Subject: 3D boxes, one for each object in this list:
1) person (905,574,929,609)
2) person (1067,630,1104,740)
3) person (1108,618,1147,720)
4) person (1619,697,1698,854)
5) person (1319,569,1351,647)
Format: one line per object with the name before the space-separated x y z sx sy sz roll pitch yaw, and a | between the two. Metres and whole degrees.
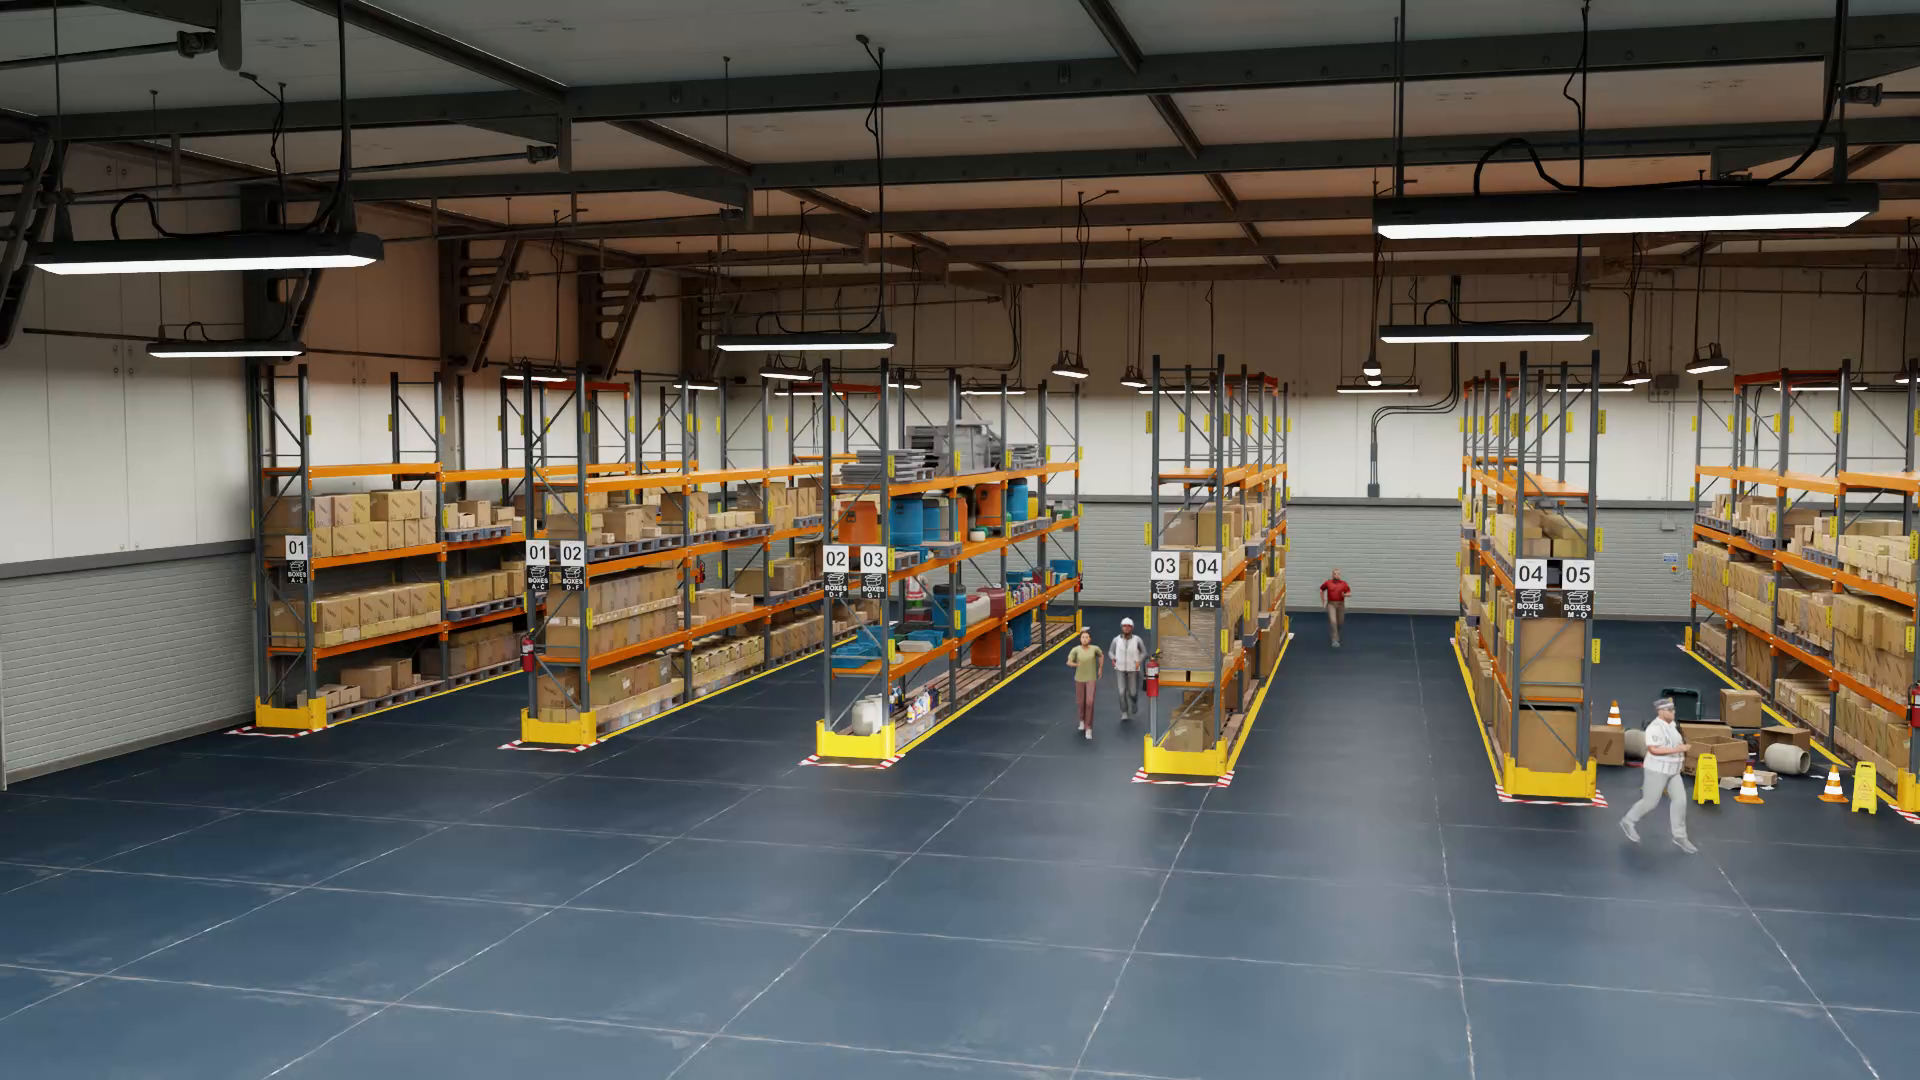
person | -1.064 1.435 38.870 0.635 1.807 0.690 0 4 5
person | 2.016 2.303 26.857 0.576 1.720 0.831 1 4 8
person | 2.833 2.192 28.259 0.656 1.722 0.606 1 4 12
person | 8.277 2.743 19.665 0.681 1.815 0.908 -3 5 -37
person | 8.533 1.521 37.757 0.666 1.709 0.988 0 4 -1
